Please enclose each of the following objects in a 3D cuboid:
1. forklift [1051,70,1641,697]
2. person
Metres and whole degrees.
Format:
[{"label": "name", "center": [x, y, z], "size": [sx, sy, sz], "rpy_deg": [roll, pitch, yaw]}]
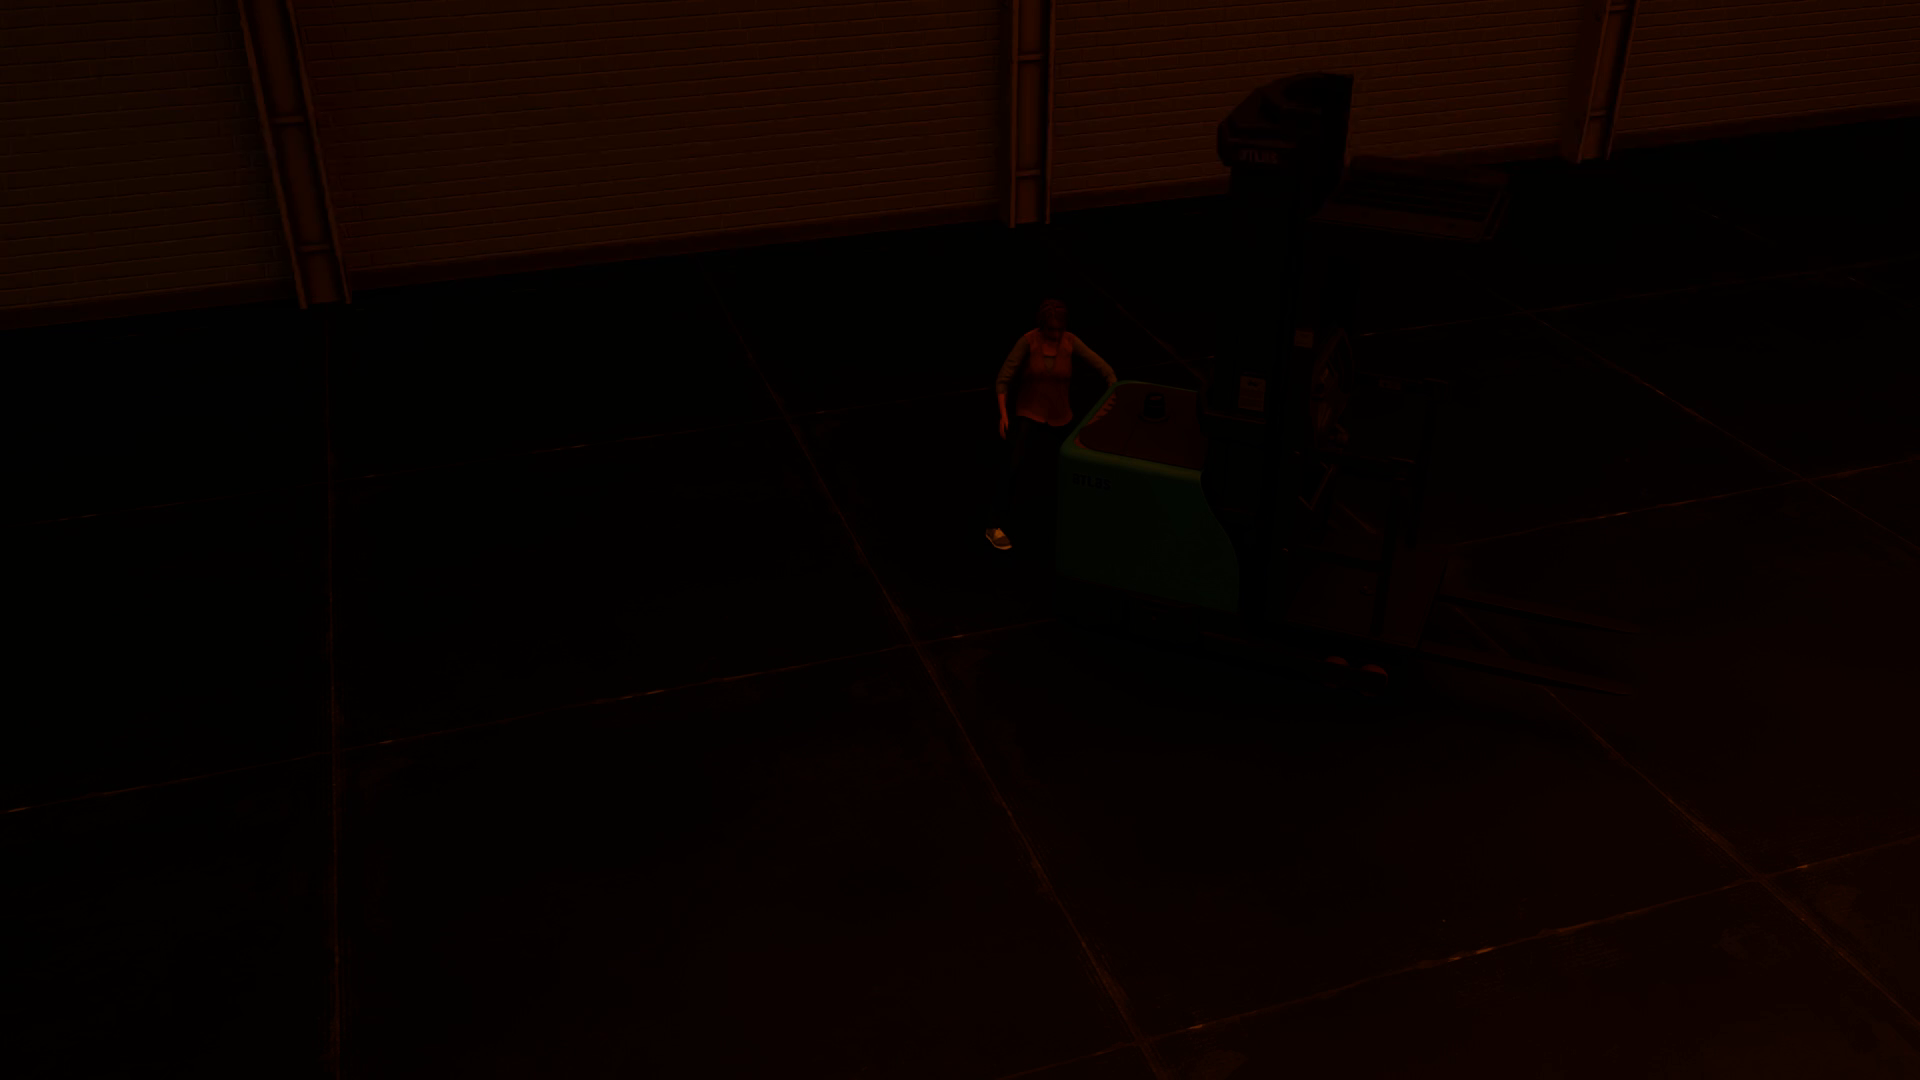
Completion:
[{"label": "forklift", "center": [2.071, -0.759, 8.407], "size": [3.031, 2.935, 1.130], "rpy_deg": [12, 32, 20]}, {"label": "person", "center": [0.555, -0.719, 9.888], "size": [0.869, 1.451, 0.811], "rpy_deg": [-3, 30, -6]}]
